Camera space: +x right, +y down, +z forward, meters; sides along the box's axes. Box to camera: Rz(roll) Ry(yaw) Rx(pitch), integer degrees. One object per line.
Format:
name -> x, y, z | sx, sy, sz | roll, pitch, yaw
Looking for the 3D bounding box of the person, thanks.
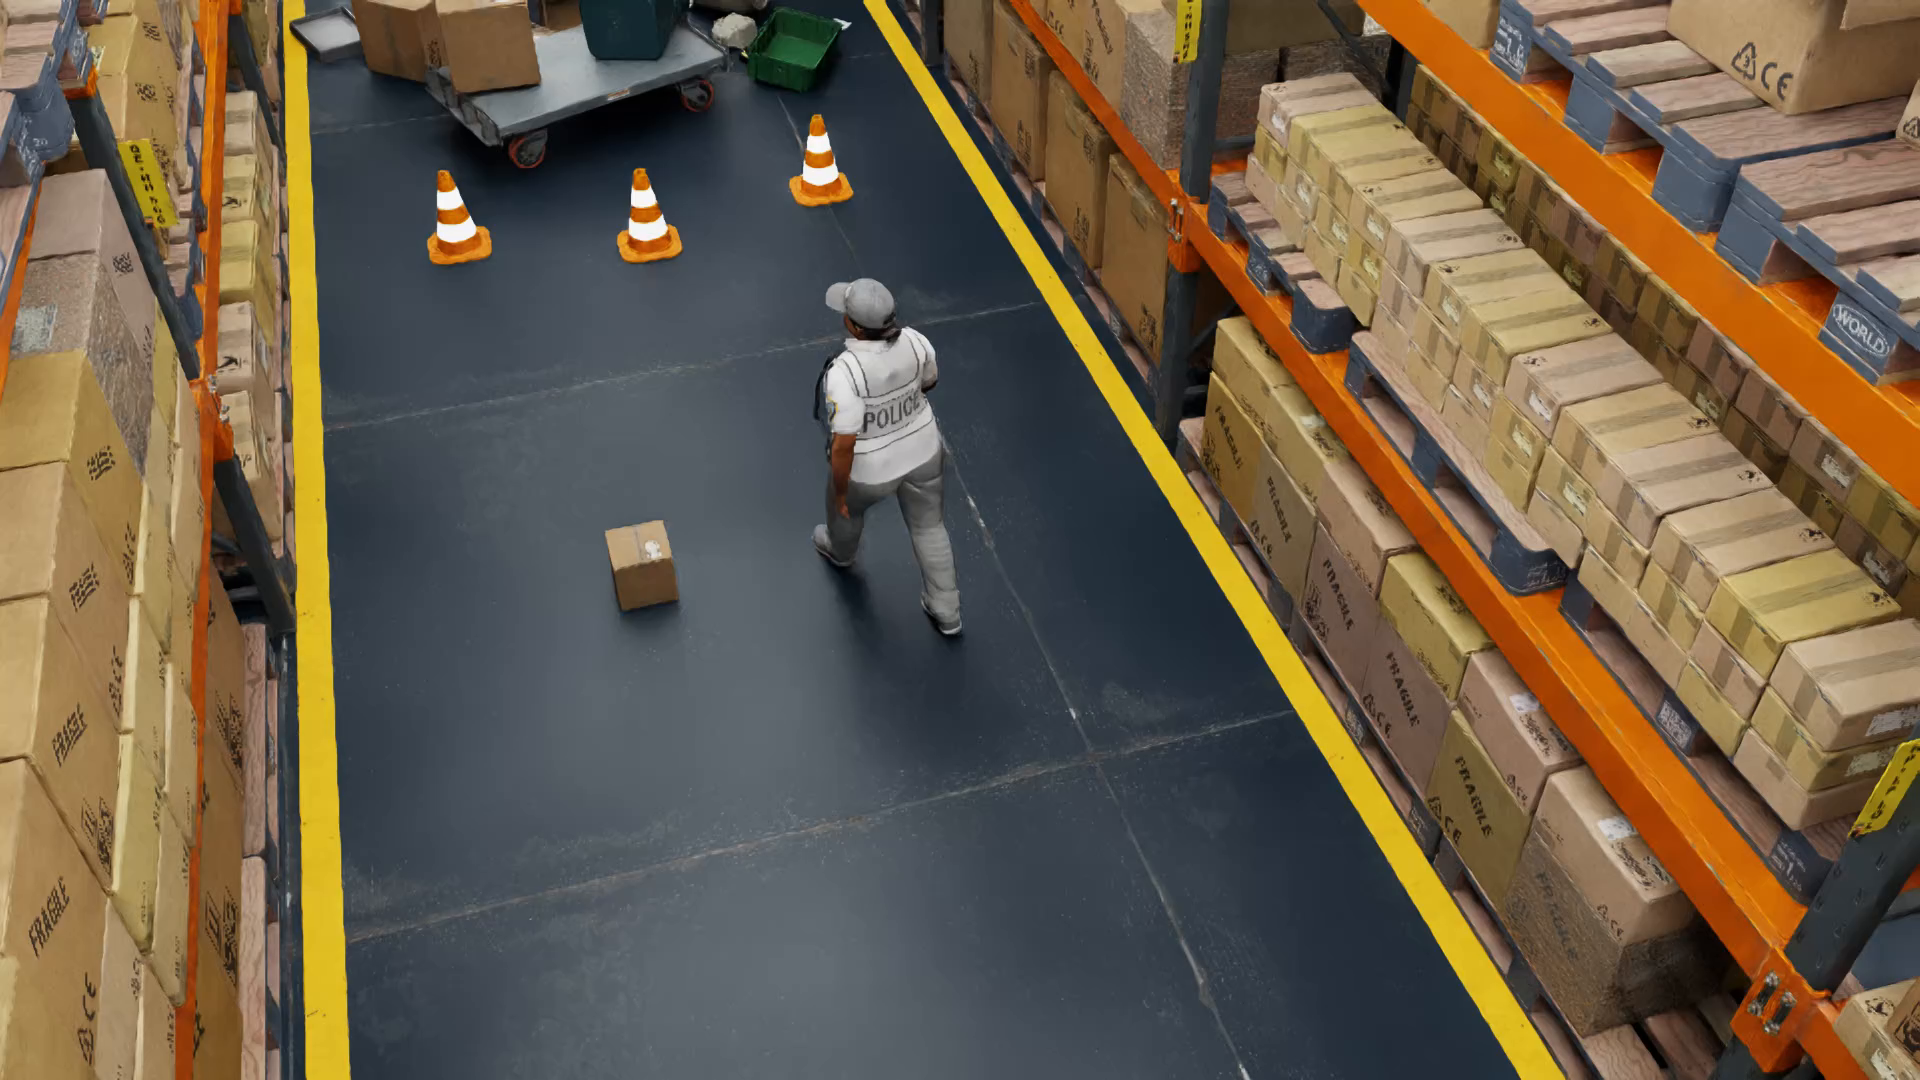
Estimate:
person -> 0.611, -17.005, 21.501 | 26.110, 5.992, 37.296 | -23, 47, -23
